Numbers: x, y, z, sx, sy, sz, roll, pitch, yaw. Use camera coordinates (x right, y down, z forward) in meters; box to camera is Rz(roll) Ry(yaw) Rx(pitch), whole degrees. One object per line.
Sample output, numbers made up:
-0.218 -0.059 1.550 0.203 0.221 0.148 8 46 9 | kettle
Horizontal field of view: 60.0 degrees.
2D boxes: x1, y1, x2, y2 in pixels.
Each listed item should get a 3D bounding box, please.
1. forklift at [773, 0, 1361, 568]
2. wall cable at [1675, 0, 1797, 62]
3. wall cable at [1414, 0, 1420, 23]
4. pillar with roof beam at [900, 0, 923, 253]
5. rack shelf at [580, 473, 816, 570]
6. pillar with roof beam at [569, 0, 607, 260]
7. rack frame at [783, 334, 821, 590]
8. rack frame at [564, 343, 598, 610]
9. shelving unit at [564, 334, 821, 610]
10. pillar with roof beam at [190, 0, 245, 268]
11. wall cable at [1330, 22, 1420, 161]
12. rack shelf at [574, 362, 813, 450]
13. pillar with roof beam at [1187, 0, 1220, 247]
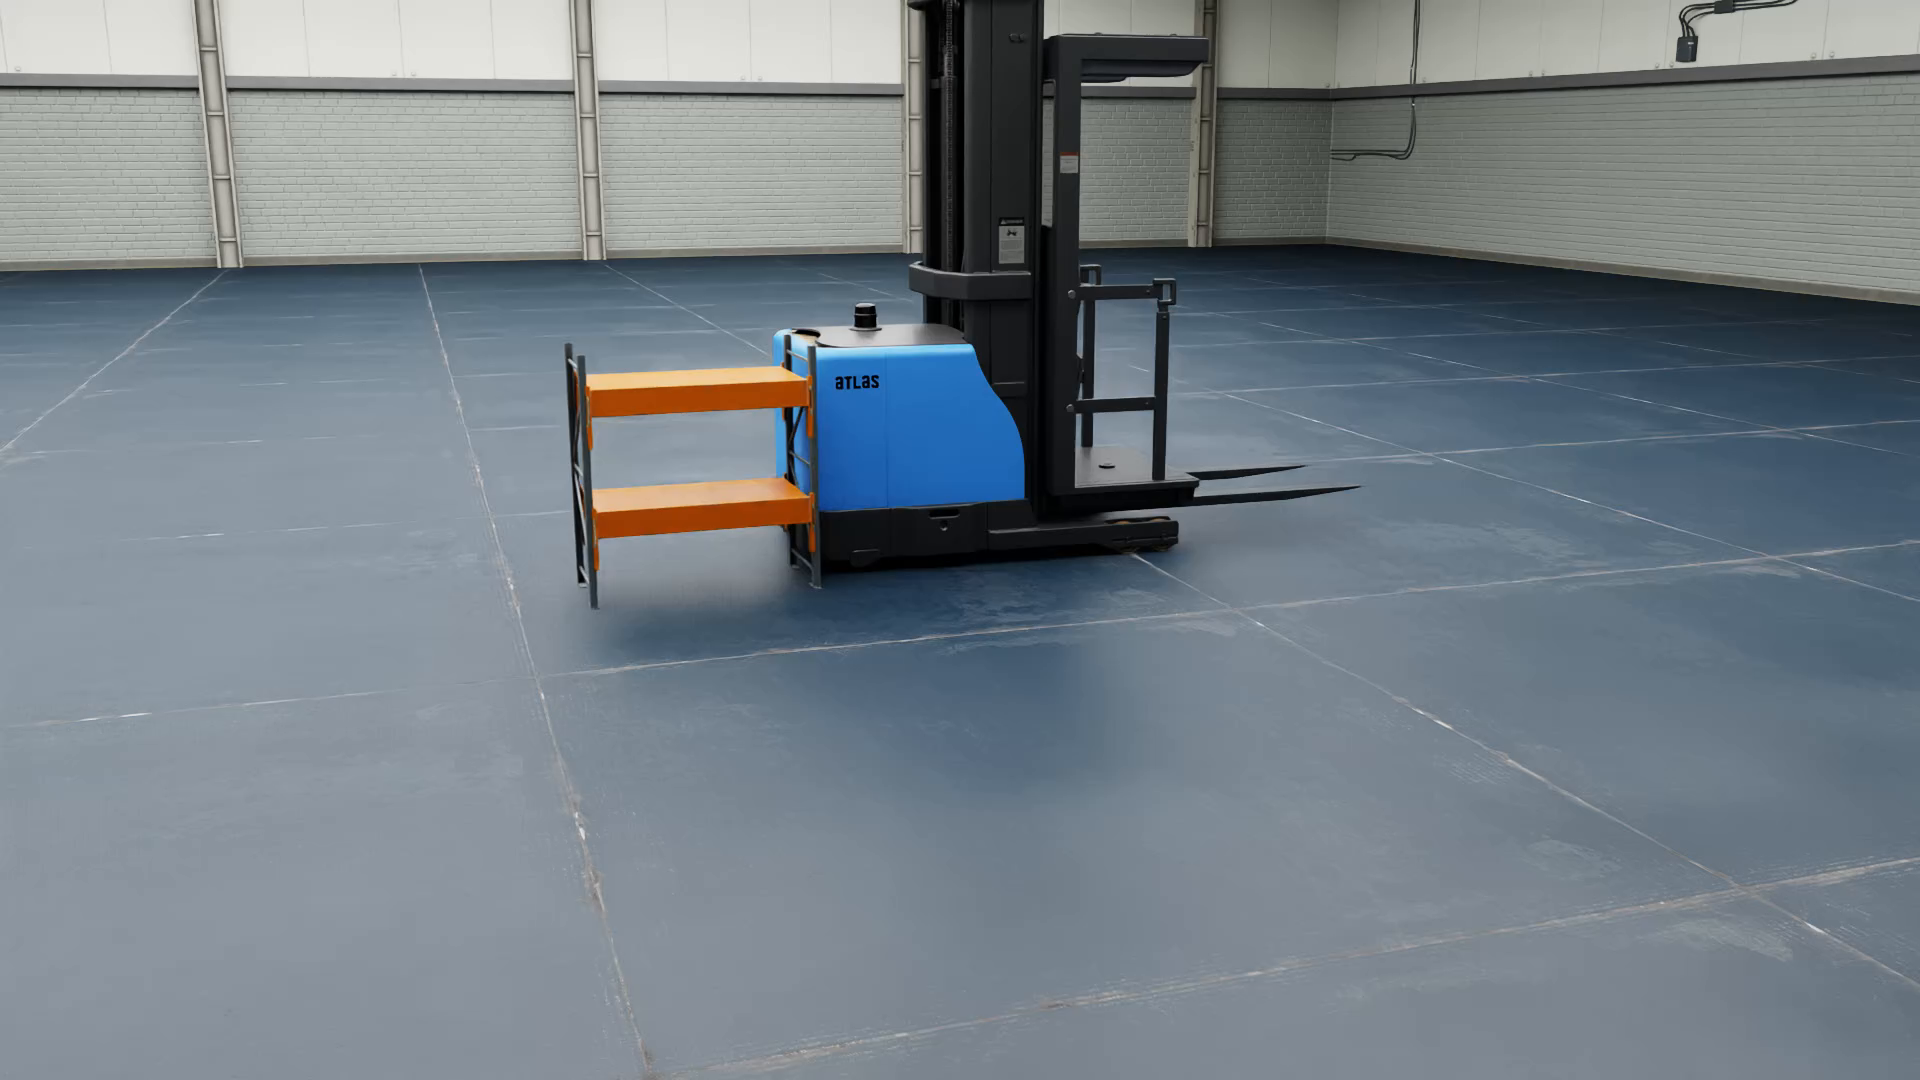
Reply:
0.599 -1.468 8.482 3.031 2.935 1.130 -4 14 -17 | forklift
11.050 -9.790 23.004 0.169 6.003 2.305 -4 14 -18 | wall cable
8.900 -10.571 29.436 0.112 2.526 3.097 -4 14 -18 | wall cable
0.510 -8.904 26.630 0.400 9.000 9.100 -4 14 -18 | pillar with roof beam
-1.219 -0.096 7.672 1.000 0.278 0.538 -5 14 -19 | rack shelf
-5.177 -8.461 24.768 0.400 9.000 9.100 -4 14 -18 | pillar with roof beam
-0.741 -0.373 7.781 0.032 1.125 0.500 -5 14 -19 | rack frame
-1.698 -0.294 7.449 0.032 1.125 0.500 -5 14 -19 | rack frame
-1.219 -0.334 7.615 1.048 1.125 0.538 -5 14 -19 | shelving unit
-10.864 -8.018 22.906 0.400 9.000 9.100 -4 14 -18 | pillar with roof beam
8.037 -8.708 32.515 0.112 2.526 3.097 -4 14 -18 | wall cable
-1.219 -0.619 7.547 1.000 0.278 0.538 -5 14 -19 | rack shelf
6.196 -9.347 28.491 0.400 9.000 9.100 -4 14 -18 | pillar with roof beam
